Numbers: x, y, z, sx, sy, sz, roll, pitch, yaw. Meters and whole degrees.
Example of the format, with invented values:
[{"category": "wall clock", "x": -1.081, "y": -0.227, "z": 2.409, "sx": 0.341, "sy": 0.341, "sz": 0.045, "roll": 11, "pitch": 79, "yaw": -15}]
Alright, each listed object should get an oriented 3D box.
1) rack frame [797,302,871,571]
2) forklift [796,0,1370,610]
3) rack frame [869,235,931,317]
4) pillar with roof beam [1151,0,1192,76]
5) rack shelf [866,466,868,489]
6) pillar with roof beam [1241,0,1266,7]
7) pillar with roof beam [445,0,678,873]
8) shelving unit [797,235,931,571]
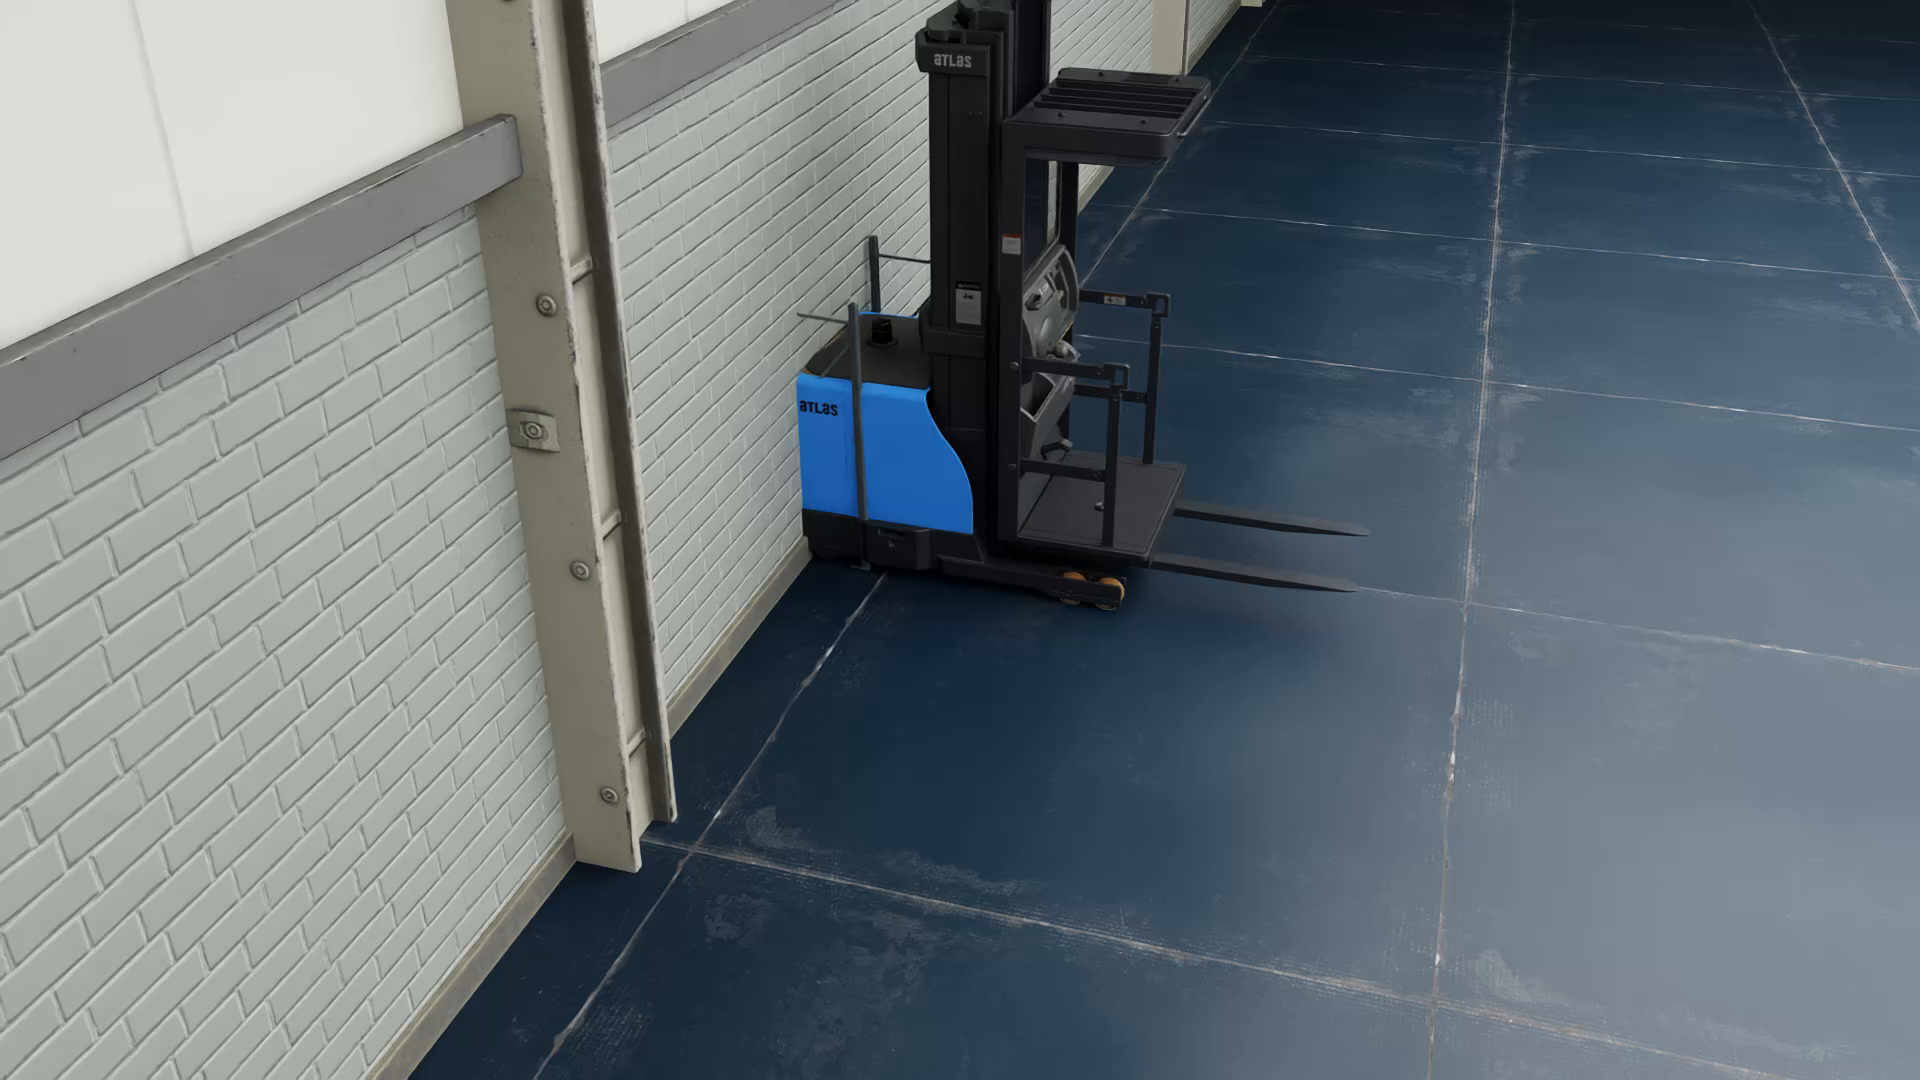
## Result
[{"category": "rack frame", "x": -0.722, "y": -0.552, "z": 8.695, "sx": 0.500, "sy": 1.500, "sz": 0.032, "roll": 12, "pitch": 30, "yaw": 24}, {"category": "forklift", "x": 0.649, "y": -1.207, "z": 8.405, "sx": 3.031, "sy": 2.935, "sz": 1.130, "roll": 9, "pitch": 30, "yaw": 15}, {"category": "rack frame", "x": -0.265, "y": -0.978, "z": 9.497, "sx": 0.500, "sy": 1.500, "sz": 0.032, "roll": 12, "pitch": 30, "yaw": 24}, {"category": "pillar with roof beam", "x": 6.224, "y": -7.646, "z": 13.739, "sx": 9.100, "sy": 9.000, "sz": 0.400, "roll": 8, "pitch": 30, "yaw": 15}, {"category": "rack shelf", "x": -0.491, "y": -0.605, "z": 9.179, "sx": 0.538, "sy": 0.185, "sz": 1.000, "roll": 12, "pitch": 30, "yaw": 24}, {"category": "pillar with roof beam", "x": 7.985, "y": -10.435, "z": 18.751, "sx": 9.100, "sy": 9.000, "sz": 0.400, "roll": 8, "pitch": 30, "yaw": 15}, {"category": "pillar with roof beam", "x": 2.701, "y": -2.070, "z": 3.714, "sx": 9.100, "sy": 9.000, "sz": 0.400, "roll": 8, "pitch": 30, "yaw": 15}, {"category": "shelving unit", "x": -0.494, "y": -0.765, "z": 9.096, "sx": 0.538, "sy": 1.500, "sz": 1.048, "roll": 12, "pitch": 30, "yaw": 24}]
